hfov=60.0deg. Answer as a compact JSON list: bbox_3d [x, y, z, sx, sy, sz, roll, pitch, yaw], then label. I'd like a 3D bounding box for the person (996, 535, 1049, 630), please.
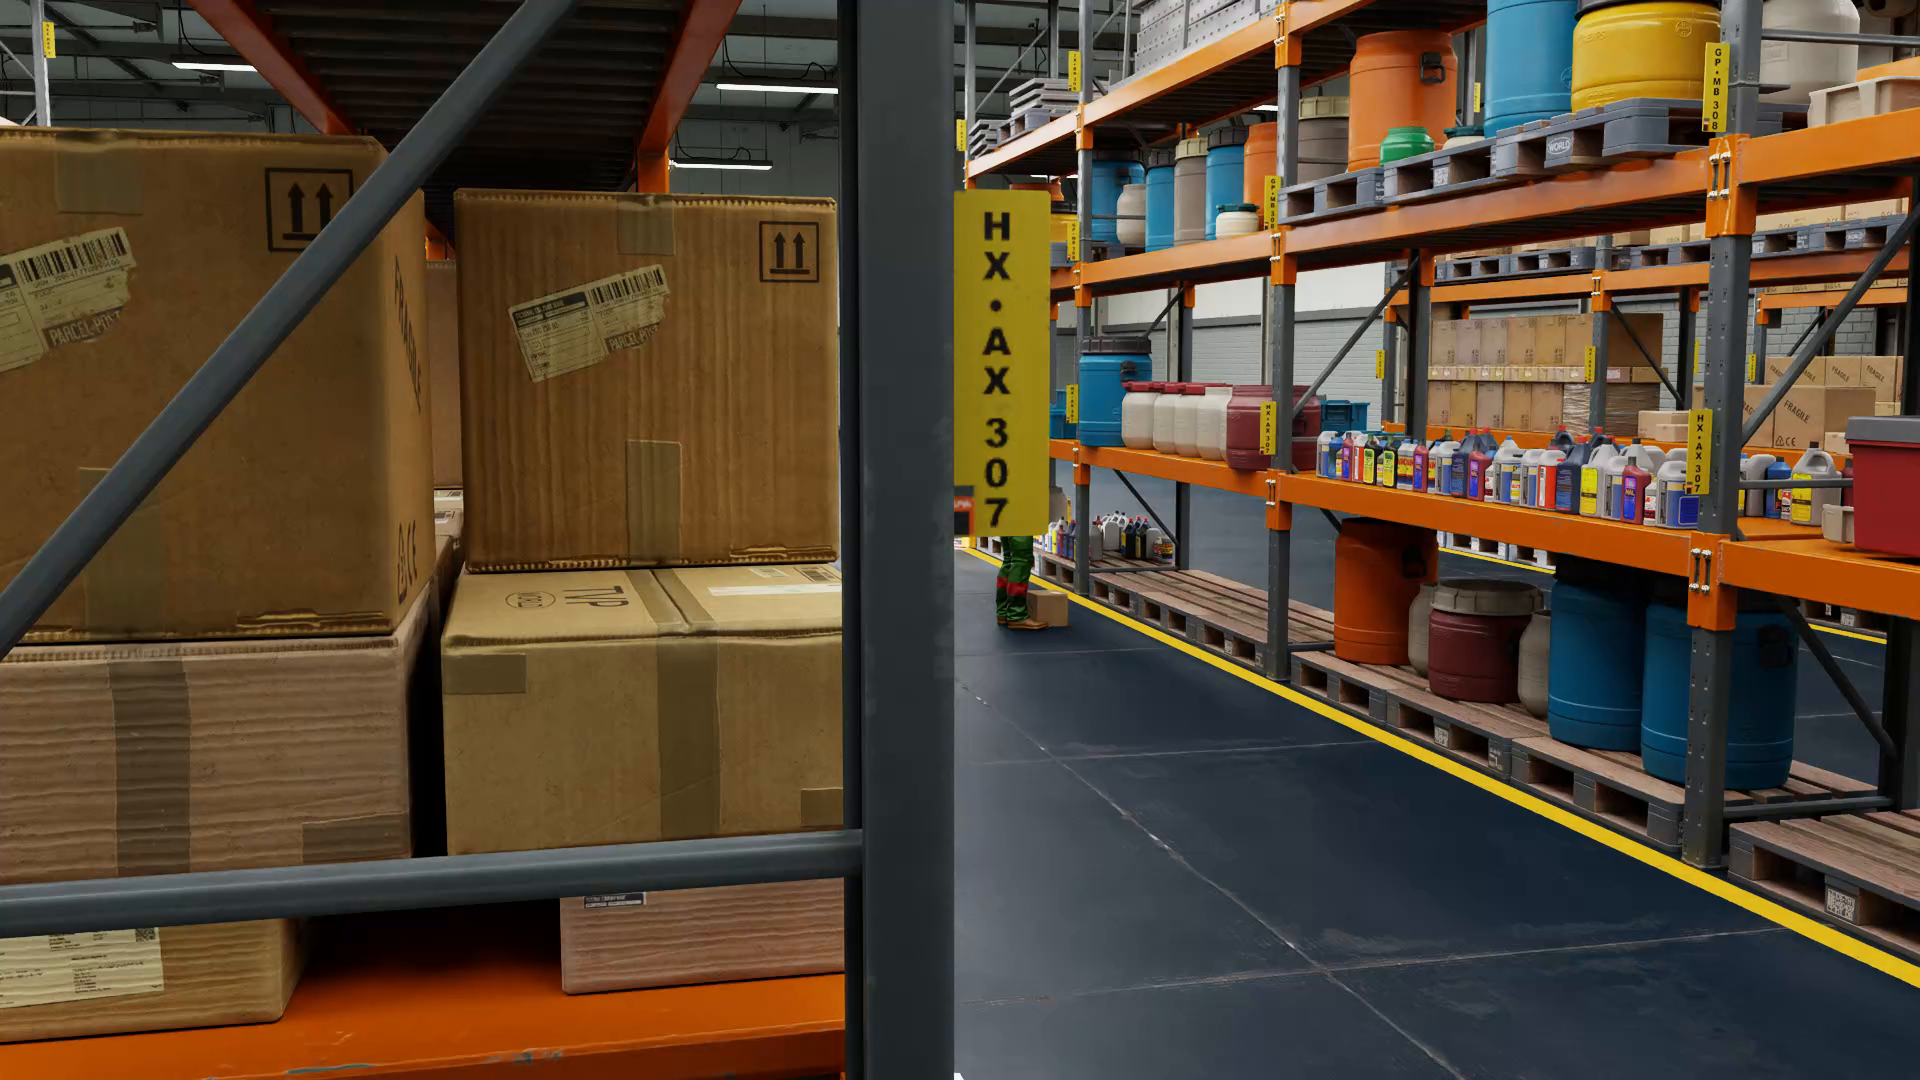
[{"bbox_3d":[0.440,-0.232,12.520,0.454,1.779,0.609,-2,6,-14],"label":"person"}]
